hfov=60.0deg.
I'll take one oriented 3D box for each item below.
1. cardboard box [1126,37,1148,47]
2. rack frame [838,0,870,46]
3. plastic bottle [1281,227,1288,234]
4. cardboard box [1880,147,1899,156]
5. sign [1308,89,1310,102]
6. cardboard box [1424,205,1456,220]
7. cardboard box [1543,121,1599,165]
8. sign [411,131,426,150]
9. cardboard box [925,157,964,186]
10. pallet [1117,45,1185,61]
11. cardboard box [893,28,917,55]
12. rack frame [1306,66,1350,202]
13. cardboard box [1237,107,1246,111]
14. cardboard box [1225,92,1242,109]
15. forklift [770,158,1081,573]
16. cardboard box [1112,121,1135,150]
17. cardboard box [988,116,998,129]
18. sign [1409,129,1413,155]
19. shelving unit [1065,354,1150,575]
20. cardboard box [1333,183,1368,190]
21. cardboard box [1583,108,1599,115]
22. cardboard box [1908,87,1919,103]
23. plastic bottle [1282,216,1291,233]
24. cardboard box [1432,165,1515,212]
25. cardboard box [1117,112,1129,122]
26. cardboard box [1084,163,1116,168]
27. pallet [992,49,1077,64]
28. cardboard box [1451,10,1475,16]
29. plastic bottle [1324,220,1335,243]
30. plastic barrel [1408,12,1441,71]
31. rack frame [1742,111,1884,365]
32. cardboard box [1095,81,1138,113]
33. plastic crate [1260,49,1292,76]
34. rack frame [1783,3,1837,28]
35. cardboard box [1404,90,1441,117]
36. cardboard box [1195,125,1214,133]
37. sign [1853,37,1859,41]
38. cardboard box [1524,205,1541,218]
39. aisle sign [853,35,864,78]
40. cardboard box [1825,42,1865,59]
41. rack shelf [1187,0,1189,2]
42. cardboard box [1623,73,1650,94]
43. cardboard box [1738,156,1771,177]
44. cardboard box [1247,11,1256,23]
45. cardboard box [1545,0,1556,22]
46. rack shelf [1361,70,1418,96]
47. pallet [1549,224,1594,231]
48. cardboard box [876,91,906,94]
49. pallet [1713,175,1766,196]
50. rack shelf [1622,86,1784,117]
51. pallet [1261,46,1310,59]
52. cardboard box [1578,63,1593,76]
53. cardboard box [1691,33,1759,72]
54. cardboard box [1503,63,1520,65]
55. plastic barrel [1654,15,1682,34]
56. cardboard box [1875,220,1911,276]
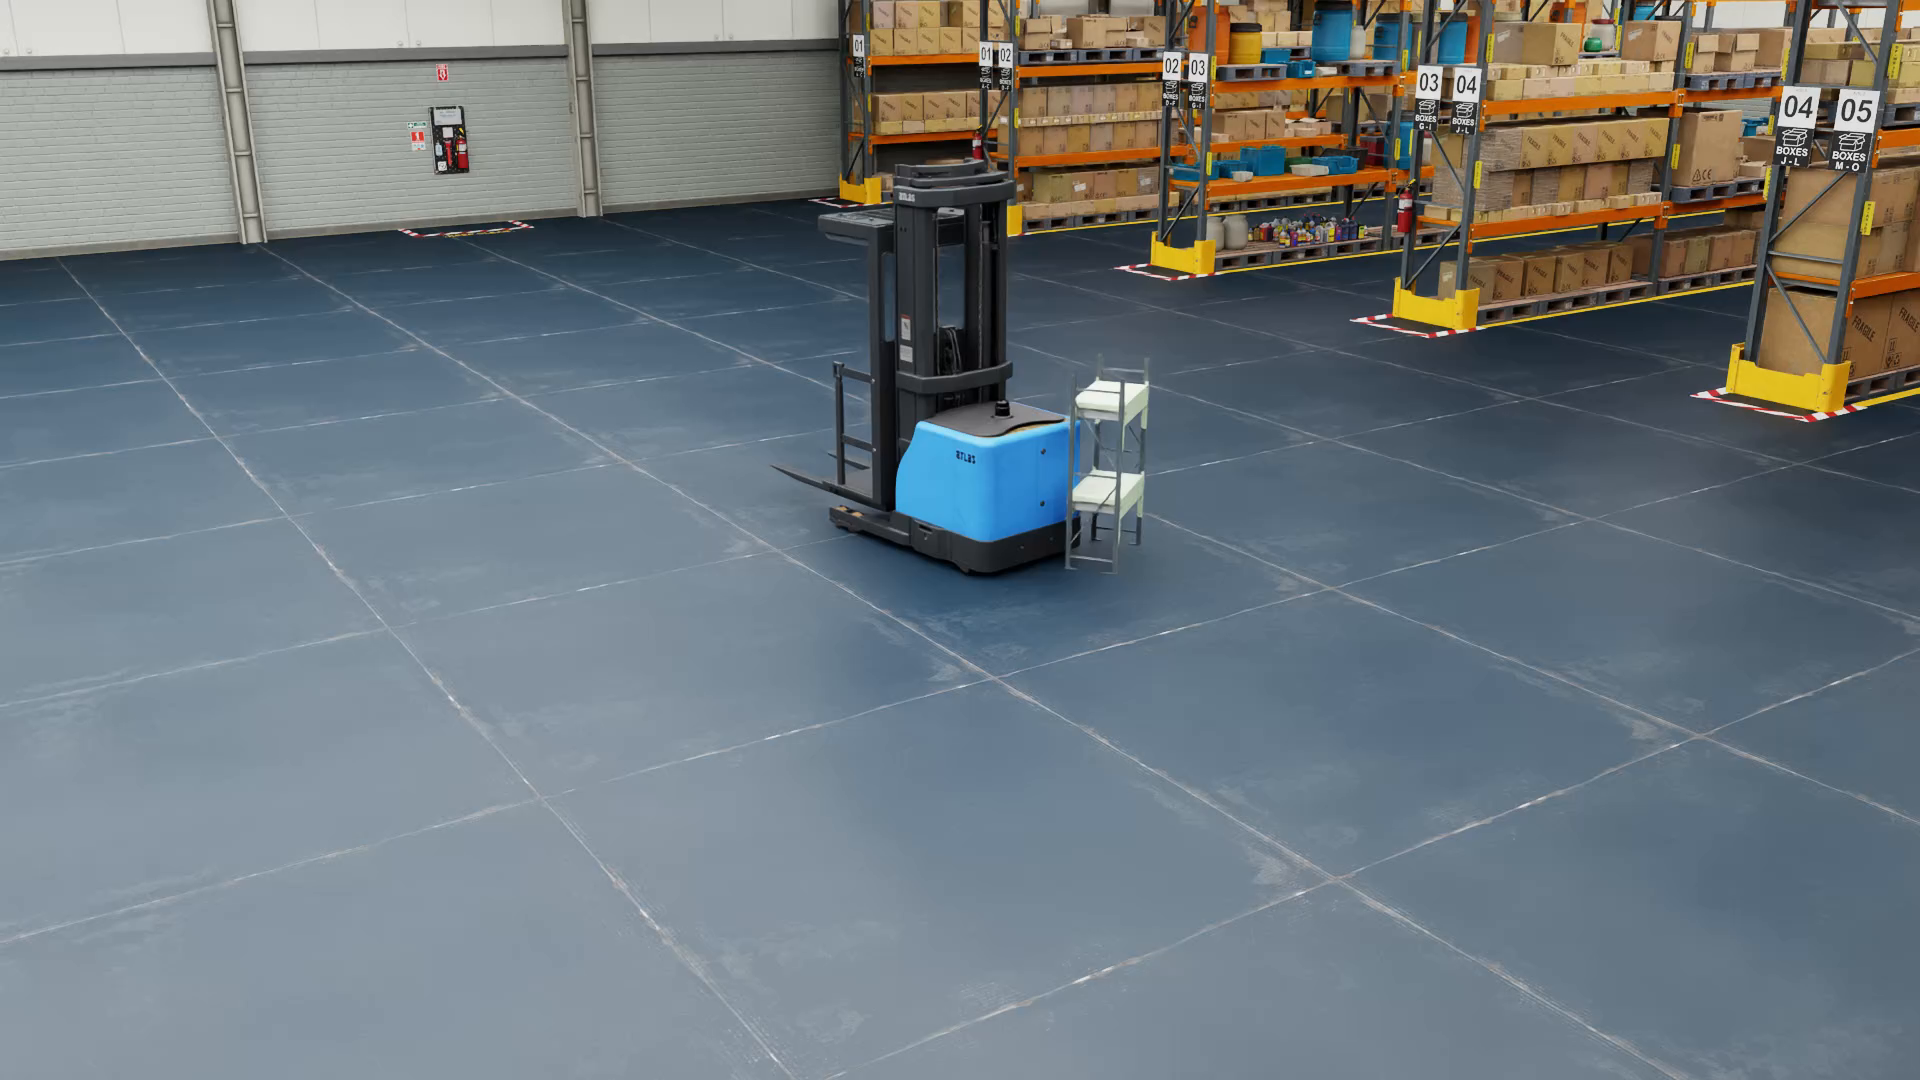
[{"bbox_3d":[3.146,-8.894,29.704,0.250,0.149,0.380,-12,22,-31],"label":"cardboard box"},{"bbox_3d":[-2.065,-11.074,31.951,0.127,3.000,1.000,-12,22,-31],"label":"rack frame"},{"bbox_3d":[5.257,-4.973,26.953,0.097,0.201,0.097,0,19,0],"label":"plastic bottle"},{"bbox_3d":[14.200,-5.909,25.885,0.500,0.500,0.500,-12,22,-32],"label":"cardboard box"},{"bbox_3d":[7.037,-8.971,33.414,0.005,0.325,0.100,-12,22,-31],"label":"sign"},{"bbox_3d":[6.232,-4.244,21.507,0.250,0.149,0.380,-12,22,-31],"label":"cardboard box"},{"bbox_3d":[7.969,-5.208,21.784,0.500,0.500,0.500,-12,22,-31],"label":"cardboard box"},{"bbox_3d":[-9.571,-7.052,29.365,0.234,0.329,0.001,-12,22,-31],"label":"sign"},{"bbox_3d":[-0.321,-7.571,34.170,0.500,0.500,0.700,-14,23,-35],"label":"cardboard box"},{"bbox_3d":[3.305,-8.834,30.147,1.213,0.211,1.003,-12,22,-31],"label":"pallet"},{"bbox_3d":[-1.180,-9.787,32.640,0.500,0.500,0.500,-10,21,-28],"label":"cardboard box"},{"bbox_3d":[7.344,-8.317,33.162,0.127,3.000,1.000,-12,22,-31],"label":"rack frame"},{"bbox_3d":[6.294,-9.801,37.913,0.250,0.149,0.380,-12,22,-31],"label":"cardboard box"},{"bbox_3d":[6.020,-10.033,37.587,0.500,0.500,0.500,-12,22,-32],"label":"cardboard box"},{"bbox_3d":[-0.412,-1.541,13.226,1.130,2.935,3.031,-16,24,-38],"label":"forklift"},{"bbox_3d":[2.778,-7.398,30.288,0.500,0.500,0.700,-12,22,-31],"label":"cardboard box"},{"bbox_3d":[0.626,-8.625,34.277,0.500,0.250,0.500,-12,22,-31],"label":"cardboard box"},{"bbox_3d":[5.819,-5.108,21.368,0.005,0.325,0.100,-12,22,-31],"label":"sign"},{"bbox_3d":[1.118,-0.581,12.614,0.431,1.500,0.755,7,20,19],"label":"shelving unit"},{"bbox_3d":[7.881,-7.345,33.503,0.500,0.500,0.500,-11,22,-29],"label":"cardboard box"},{"bbox_3d":[13.801,-9.622,36.866,0.500,0.500,0.500,-11,22,-30],"label":"cardboard box"},{"bbox_3d":[9.426,-4.481,16.712,0.250,0.149,0.380,-12,22,-31],"label":"cardboard box"},{"bbox_3d":[5.309,-5.101,27.099,0.185,0.351,0.144,-12,22,-32],"label":"plastic bottle"},{"bbox_3d":[6.582,-4.535,21.356,0.500,0.500,0.875,-12,22,-31],"label":"cardboard box"},{"bbox_3d":[2.833,-7.639,29.987,0.250,0.149,0.380,-11,22,-30],"label":"cardboard box"},{"bbox_3d":[2.609,-6.690,30.816,0.500,0.500,0.500,-12,22,-31],"label":"cardboard box"},{"bbox_3d":[1.267,-8.405,28.876,1.213,0.211,1.003,-12,22,-31],"label":"pallet"},{"bbox_3d":[10.223,-10.667,34.462,0.600,0.600,0.600,-14,23,-36],"label":"cardboard box"},{"bbox_3d":[5.915,-4.959,26.679,0.185,0.351,0.144,-12,22,-32],"label":"plastic bottle"},{"bbox_3d":[7.576,-8.208,27.374,0.600,0.901,0.600,0,19,0],"label":"plastic barrel"},{"bbox_3d":[8.751,-2.913,17.178,0.127,3.000,1.000,-12,22,-31],"label":"rack frame"},{"bbox_3d":[2.796,-8.017,30.094,0.500,0.500,0.700,-12,22,-31],"label":"cardboard box"},{"bbox_3d":[4.811,-7.412,25.827,0.575,0.384,0.392,-12,22,-31],"label":"plastic crate"},{"bbox_3d":[16.746,-11.242,32.449,0.127,3.000,1.000,-12,22,-31],"label":"rack frame"},{"bbox_3d":[9.626,-9.106,34.685,0.500,0.500,0.700,-8,20,-23],"label":"cardboard box"},{"bbox_3d":[4.636,-7.753,31.703,0.258,0.266,0.396,-13,22,-33],"label":"cardboard box"},{"bbox_3d":[13.086,-7.187,24.329,0.005,0.325,0.100,-12,22,-31],"label":"sign"},{"bbox_3d":[7.323,-4.296,21.659,0.250,0.149,0.380,-12,22,-31],"label":"cardboard box"},{"bbox_3d":[-1.960,-9.371,32.220,0.004,0.787,0.394,-12,22,-31],"label":"aisle sign"},{"bbox_3d":[9.055,-5.033,17.099,0.250,0.149,0.380,-12,22,-31],"label":"cardboard box"},{"bbox_3d":[6.287,-12.305,37.340,4.000,0.370,1.077,-12,22,-31],"label":"rack shelf"},{"bbox_3d":[8.769,-6.073,22.074,0.500,0.250,0.500,-11,22,-30],"label":"cardboard box"},{"bbox_3d":[11.545,-5.436,24.194,0.258,0.266,0.396,-13,22,-33],"label":"cardboard box"},{"bbox_3d":[6.279,-11.711,37.674,0.500,0.500,0.700,-12,22,-31],"label":"cardboard box"},{"bbox_3d":[12.313,-11.328,35.668,0.500,0.500,0.700,-12,22,-31],"label":"cardboard box"},{"bbox_3d":[8.395,-7.719,27.834,4.000,0.370,1.077,-12,22,-31],"label":"rack shelf"},{"bbox_3d":[10.700,-5.820,30.132,1.213,0.211,1.003,-12,22,-31],"label":"pallet"},{"bbox_3d":[-1.363,-8.752,33.480,0.500,0.500,0.500,-12,22,-31],"label":"cardboard box"},{"bbox_3d":[11.158,-5.216,24.290,1.213,0.211,1.003,-12,22,-31],"label":"pallet"},{"bbox_3d":[11.119,-6.394,23.915,4.000,0.370,1.077,-12,22,-31],"label":"rack shelf"},{"bbox_3d":[5.894,-9.307,31.703,1.213,0.211,1.003,-11,21,-29],"label":"pallet"},{"bbox_3d":[7.964,-6.109,21.559,0.250,0.149,0.380,-13,23,-33],"label":"cardboard box"},{"bbox_3d":[10.682,-6.853,23.332,0.637,0.503,0.797,-11,22,-29],"label":"cardboard box"},{"bbox_3d":[7.090,-6.081,21.478,0.250,0.149,0.380,-12,22,-31],"label":"cardboard box"},{"bbox_3d":[12.755,-9.190,30.111,0.600,0.588,0.600,0,19,0],"label":"plastic barrel"},{"bbox_3d":[9.483,-3.164,17.687,0.550,0.550,0.875,-12,22,-31],"label":"cardboard box"}]
